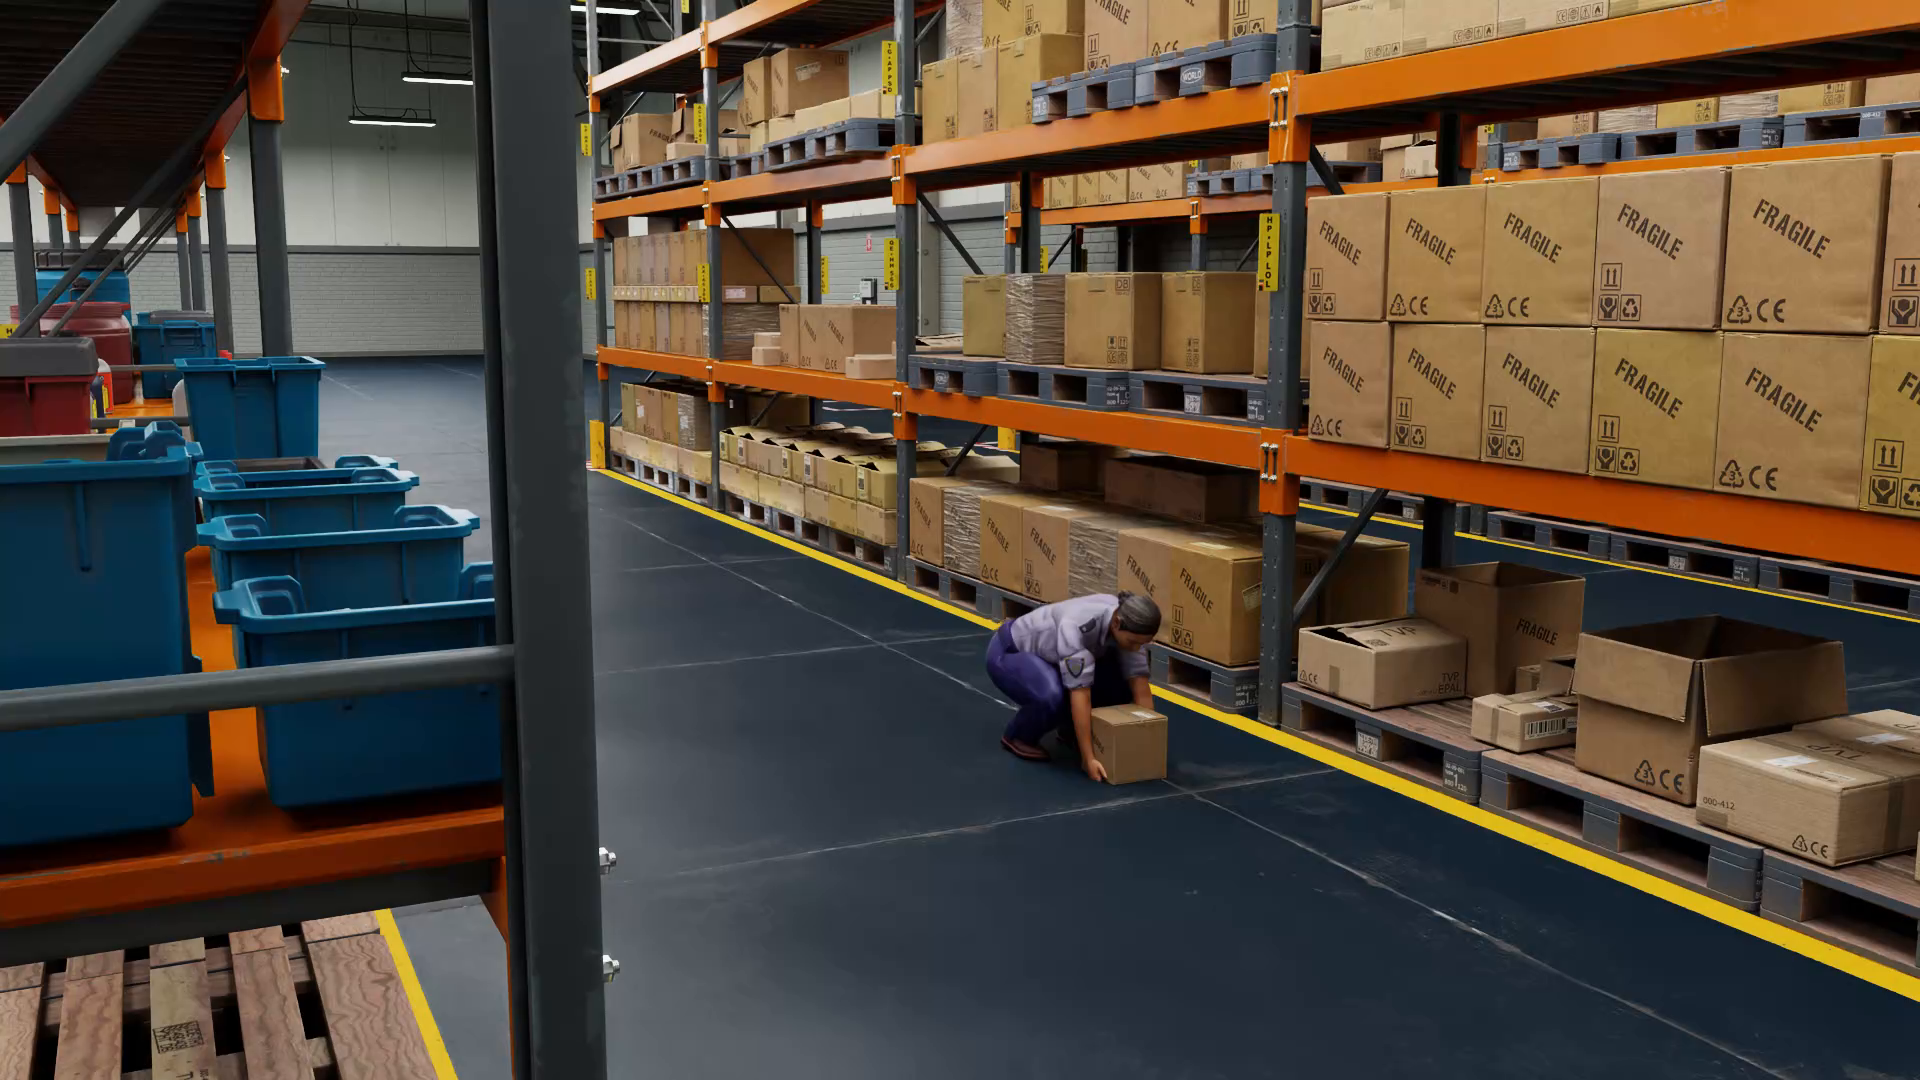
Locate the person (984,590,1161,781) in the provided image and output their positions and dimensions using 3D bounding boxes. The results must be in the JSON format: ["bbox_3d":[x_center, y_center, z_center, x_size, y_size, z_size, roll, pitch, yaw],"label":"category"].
[{"bbox_3d":[0.480,0.582,6.882,0.508,0.784,0.854,-6,10,-34],"label":"person"}]
